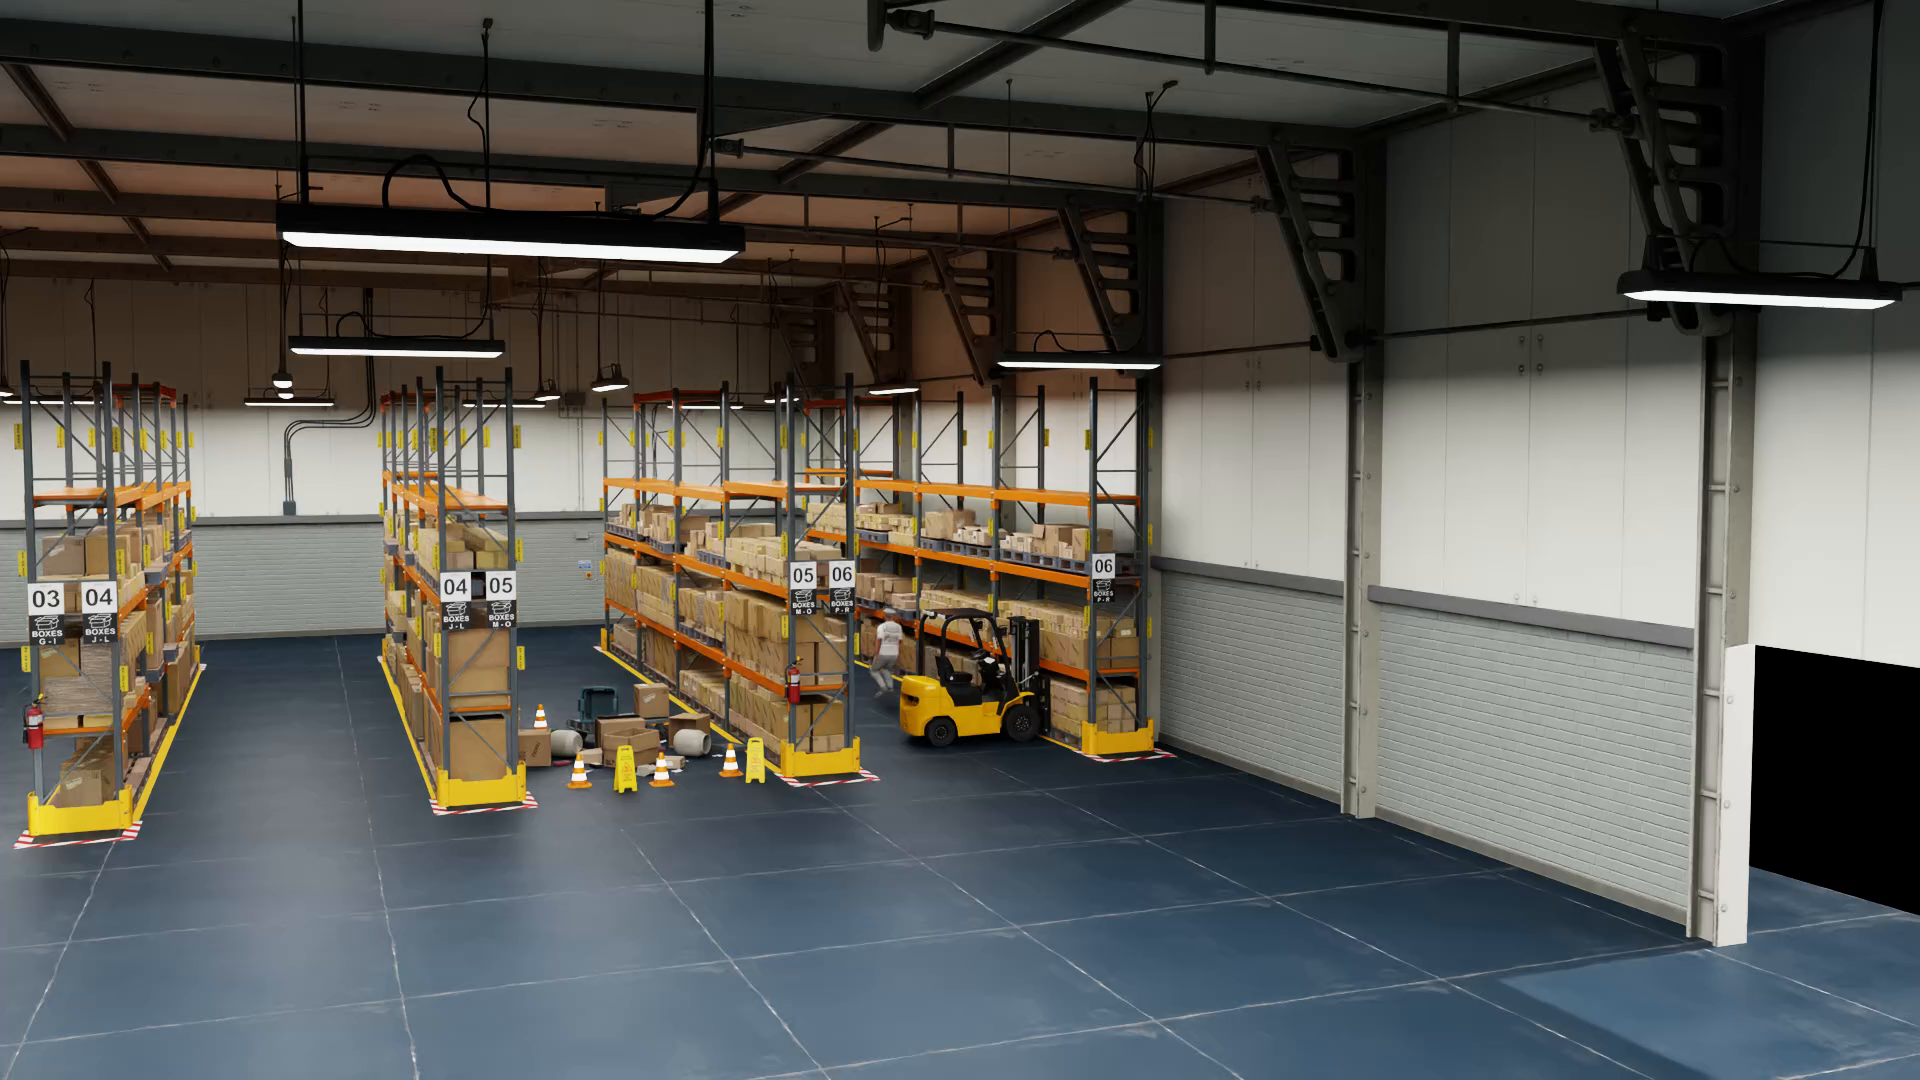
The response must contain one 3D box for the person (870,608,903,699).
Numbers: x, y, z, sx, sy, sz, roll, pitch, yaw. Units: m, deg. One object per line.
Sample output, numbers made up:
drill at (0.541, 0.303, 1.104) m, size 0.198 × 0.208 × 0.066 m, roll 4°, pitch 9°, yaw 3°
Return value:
person at (-1.374, 2.121, 31.183) m, size 0.595 × 1.673 × 0.530 m, roll -2°, pitch 4°, yaw -27°
